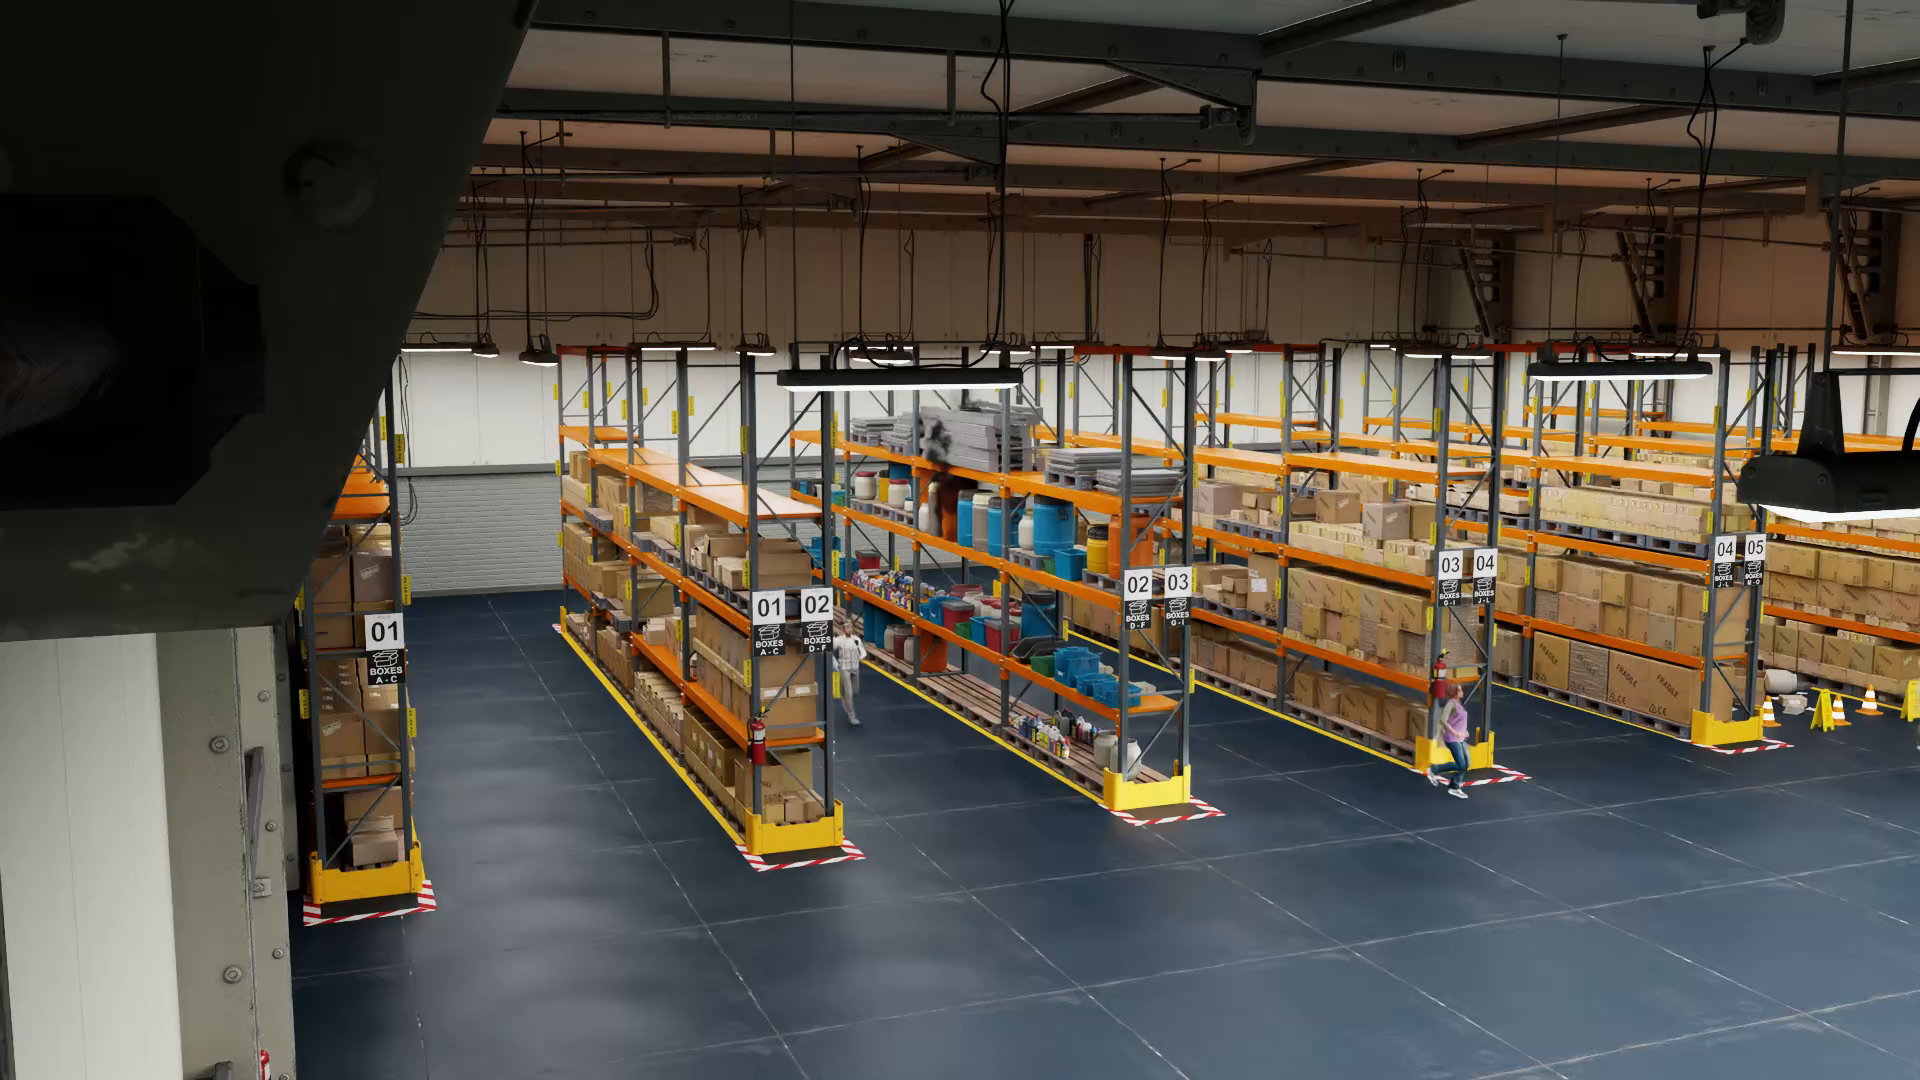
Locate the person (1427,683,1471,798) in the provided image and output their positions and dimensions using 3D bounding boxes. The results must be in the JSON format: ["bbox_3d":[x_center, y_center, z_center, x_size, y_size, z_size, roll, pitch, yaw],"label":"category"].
[{"bbox_3d":[6.658,2.718,22.602,0.559,1.555,0.545,4,8,29],"label":"person"}]

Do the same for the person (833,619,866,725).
[{"bbox_3d":[-1.811,2.089,26.867,0.624,1.663,0.875,-4,8,-26],"label":"person"}]

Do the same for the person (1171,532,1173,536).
[{"bbox_3d":[4.835,0.602,38.776,0.573,1.679,0.631,-1,7,-11],"label":"person"}]
